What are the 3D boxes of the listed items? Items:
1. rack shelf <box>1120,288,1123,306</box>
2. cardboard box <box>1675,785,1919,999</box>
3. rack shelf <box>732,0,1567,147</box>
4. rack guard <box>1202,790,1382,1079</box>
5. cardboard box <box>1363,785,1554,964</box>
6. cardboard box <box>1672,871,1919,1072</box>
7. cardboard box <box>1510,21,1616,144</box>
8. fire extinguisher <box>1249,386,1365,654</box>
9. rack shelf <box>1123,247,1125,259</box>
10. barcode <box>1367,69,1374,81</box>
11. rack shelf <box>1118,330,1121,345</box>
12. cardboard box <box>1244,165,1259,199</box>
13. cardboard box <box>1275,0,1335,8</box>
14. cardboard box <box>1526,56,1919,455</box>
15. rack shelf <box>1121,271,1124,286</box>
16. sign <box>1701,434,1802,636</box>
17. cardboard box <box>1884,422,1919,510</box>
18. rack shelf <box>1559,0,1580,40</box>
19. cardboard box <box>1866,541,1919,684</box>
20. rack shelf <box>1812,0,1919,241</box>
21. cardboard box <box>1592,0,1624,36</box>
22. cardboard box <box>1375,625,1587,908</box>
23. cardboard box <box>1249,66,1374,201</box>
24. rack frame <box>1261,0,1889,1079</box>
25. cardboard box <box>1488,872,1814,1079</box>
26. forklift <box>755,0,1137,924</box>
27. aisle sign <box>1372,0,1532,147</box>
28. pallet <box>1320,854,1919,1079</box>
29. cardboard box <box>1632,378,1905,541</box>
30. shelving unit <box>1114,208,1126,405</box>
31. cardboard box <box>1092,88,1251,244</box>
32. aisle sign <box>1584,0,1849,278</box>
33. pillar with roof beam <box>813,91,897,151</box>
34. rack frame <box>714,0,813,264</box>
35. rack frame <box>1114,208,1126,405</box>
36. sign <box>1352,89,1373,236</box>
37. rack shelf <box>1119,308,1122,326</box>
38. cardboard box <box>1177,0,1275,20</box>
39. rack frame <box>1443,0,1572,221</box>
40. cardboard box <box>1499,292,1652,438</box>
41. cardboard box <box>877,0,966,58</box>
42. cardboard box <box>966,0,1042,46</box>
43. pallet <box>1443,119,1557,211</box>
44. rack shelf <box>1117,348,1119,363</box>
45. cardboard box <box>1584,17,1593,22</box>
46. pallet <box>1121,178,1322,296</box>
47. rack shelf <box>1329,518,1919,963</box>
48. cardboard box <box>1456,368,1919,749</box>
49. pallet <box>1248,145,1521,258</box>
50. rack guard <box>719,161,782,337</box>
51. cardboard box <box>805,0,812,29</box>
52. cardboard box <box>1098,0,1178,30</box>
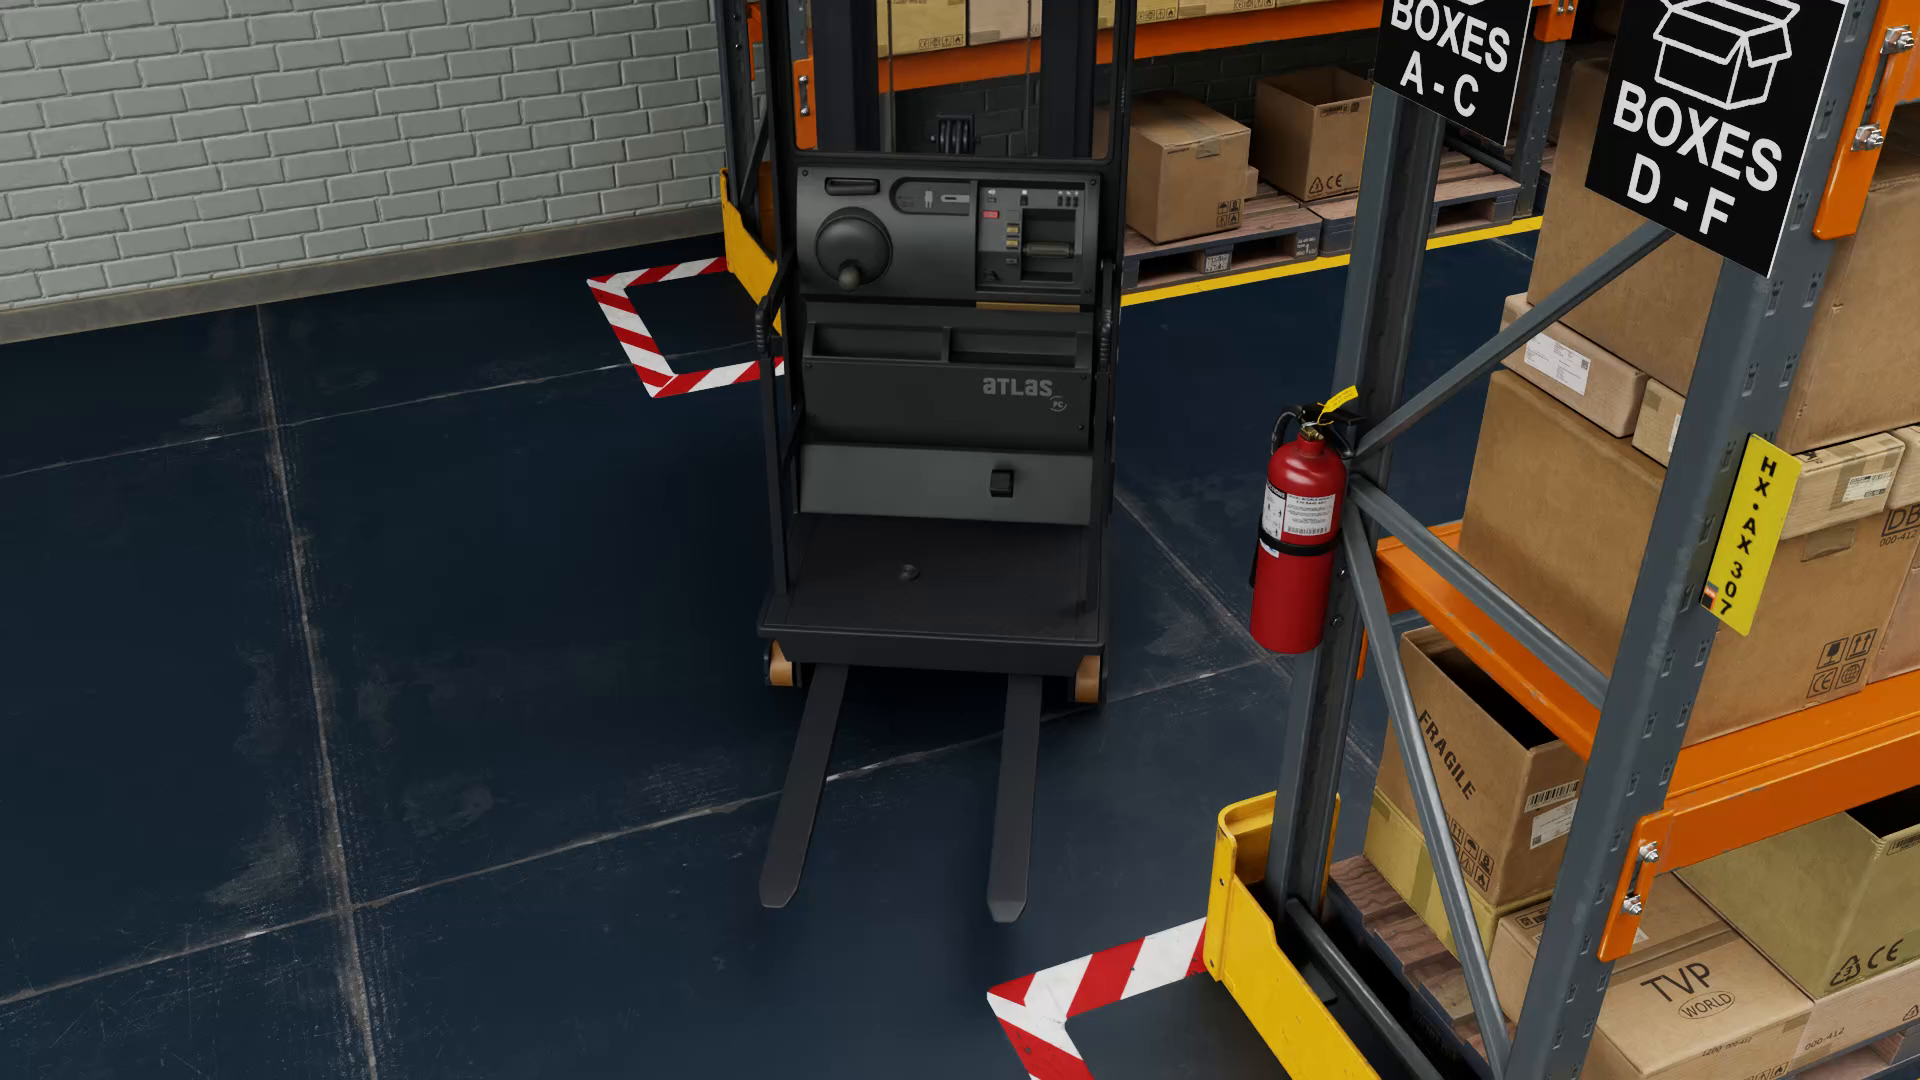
[{"bbox_3d":[0.513,-0.980,6.827,0.258,0.077,0.200,13,35,19],"label":"rack shelf"},{"bbox_3d":[2.085,0.665,3.926,0.500,0.500,0.500,-13,35,-19],"label":"cardboard box"},{"bbox_3d":[0.967,-2.500,8.002,4.000,0.370,1.077,-13,35,-19],"label":"rack shelf"},{"bbox_3d":[1.022,1.164,4.003,0.348,0.500,1.175,-13,35,-19],"label":"rack guard"},{"bbox_3d":[1.424,0.826,4.367,0.500,0.250,0.500,-13,35,-19],"label":"cardboard box"},{"bbox_3d":[2.084,0.979,4.132,0.500,0.250,0.500,-13,35,-19],"label":"cardboard box"},{"bbox_3d":[3.483,-2.524,9.268,0.500,0.500,0.700,-12,35,-17],"label":"cardboard box"},{"bbox_3d":[0.755,-0.065,3.671,0.183,0.674,0.296,-13,35,-19],"label":"fire extinguisher"},{"bbox_3d":[0.513,-1.130,6.728,0.258,0.077,0.200,13,35,19],"label":"rack shelf"},{"bbox_3d":[2.220,-2.501,8.939,0.075,0.075,0.001,-13,35,-19],"label":"barcode"},{"bbox_3d":[0.513,-0.829,6.925,0.258,0.077,0.200,13,35,19],"label":"rack shelf"},{"bbox_3d":[1.329,-1.886,8.608,0.250,0.149,0.380,-16,36,-23],"label":"cardboard box"},{"bbox_3d":[1.571,-2.702,7.771,0.500,0.250,0.500,-13,35,-19],"label":"cardboard box"},{"bbox_3d":[1.528,-0.578,3.107,0.500,0.500,0.700,-13,35,-19],"label":"cardboard box"},{"bbox_3d":[0.513,-1.055,6.777,0.258,0.077,0.200,13,35,19],"label":"rack shelf"},{"bbox_3d":[1.253,-0.005,2.641,0.005,0.325,0.100,-13,35,-19],"label":"sign"},{"bbox_3d":[1.732,-0.235,3.174,0.250,0.149,0.380,-14,36,-20],"label":"cardboard box"},{"bbox_3d":[4.655,-3.345,9.299,4.000,0.370,1.077,-13,35,-19],"label":"rack shelf"},{"bbox_3d":[1.962,-0.136,3.618,0.500,0.500,0.700,-12,35,-18],"label":"cardboard box"},{"bbox_3d":[2.888,-1.267,3.356,4.000,0.370,1.077,-13,35,-19],"label":"rack shelf"},{"bbox_3d":[3.888,-2.933,9.209,0.500,0.250,0.500,-14,35,-20],"label":"cardboard box"},{"bbox_3d":[1.423,0.510,4.164,0.500,0.500,0.500,-13,35,-19],"label":"cardboard box"},{"bbox_3d":[1.870,-2.121,8.648,0.500,0.500,0.500,-16,36,-22],"label":"cardboard box"},{"bbox_3d":[1.044,0.111,3.329,0.127,3.000,1.000,-13,35,-19],"label":"rack frame"},{"bbox_3d":[1.625,1.086,3.967,0.500,0.250,0.500,-13,35,-19],"label":"cardboard box"},{"bbox_3d":[-0.055,-0.887,4.926,1.130,2.935,3.031,3,33,4],"label":"forklift"},{"bbox_3d":[0.870,-1.113,2.826,0.004,0.787,0.394,-13,35,-19],"label":"aisle sign"},{"bbox_3d":[1.733,1.097,4.370,1.213,0.211,1.003,-13,35,-19],"label":"pallet"},{"bbox_3d":[1.489,-0.177,3.086,0.250,0.149,0.380,-13,35,-19],"label":"cardboard box"},{"bbox_3d":[0.513,-0.932,6.857,0.258,0.900,0.210,13,35,19],"label":"shelving unit"},{"bbox_3d":[1.017,-1.867,8.257,0.500,0.500,0.700,-15,36,-22],"label":"cardboard box"},{"bbox_3d":[1.102,-0.811,2.362,0.004,0.787,0.394,-13,35,-19],"label":"aisle sign"},{"bbox_3d":[1.100,-3.312,3.089,0.400,9.000,9.100,-13,35,-19],"label":"pillar with roof beam"},{"bbox_3d":[-0.877,-2.379,7.156,0.127,3.000,1.000,-13,35,-19],"label":"rack frame"},{"bbox_3d":[0.553,-0.983,6.936,0.240,0.900,0.006,13,35,19],"label":"rack frame"},{"bbox_3d":[0.847,-0.750,3.373,0.005,0.325,0.100,-13,35,-19],"label":"sign"},{"bbox_3d":[0.513,-0.904,6.876,0.258,0.077,0.200,13,35,19],"label":"rack shelf"},{"bbox_3d":[1.108,-2.595,7.607,0.500,0.250,0.500,-13,35,-19],"label":"cardboard box"},{"bbox_3d":[2.811,-3.224,8.454,0.127,3.000,1.000,-13,35,-19],"label":"rack frame"},{"bbox_3d":[1.323,-0.379,3.396,0.250,0.149,0.380,-13,35,-20],"label":"cardboard box"},{"bbox_3d":[-0.304,-2.268,7.105,0.500,0.250,0.500,-14,36,-20],"label":"cardboard box"},{"bbox_3d":[0.169,-2.385,7.284,0.500,0.250,0.500,-14,36,-20],"label":"cardboard box"},{"bbox_3d":[3.528,-2.220,9.469,1.213,0.211,1.003,-13,35,-19],"label":"pallet"},{"bbox_3d":[0.513,-0.753,6.974,0.258,0.077,0.200,13,35,19],"label":"rack shelf"},{"bbox_3d":[3.940,-2.659,9.474,0.500,0.500,0.700,-14,35,-20],"label":"cardboard box"},{"bbox_3d":[1.079,-1.636,8.570,1.213,0.211,1.003,-13,35,-19],"label":"pallet"},{"bbox_3d":[2.888,-0.010,4.174,4.000,0.370,1.077,-13,35,-19],"label":"rack shelf"},{"bbox_3d":[1.479,-0.023,3.444,0.500,0.500,0.700,-13,35,-19],"label":"cardboard box"},{"bbox_3d":[2.205,-1.895,8.970,1.213,0.211,1.003,-13,35,-19],"label":"pallet"},{"bbox_3d":[-0.807,-1.348,7.863,0.348,0.500,1.175,-13,35,-19],"label":"rack guard"},{"bbox_3d":[-0.521,-2.521,7.493,0.500,0.250,0.500,-12,35,-18],"label":"cardboard box"},{"bbox_3d":[0.641,-2.490,7.445,0.500,0.250,0.500,-13,35,-20],"label":"cardboard box"}]
